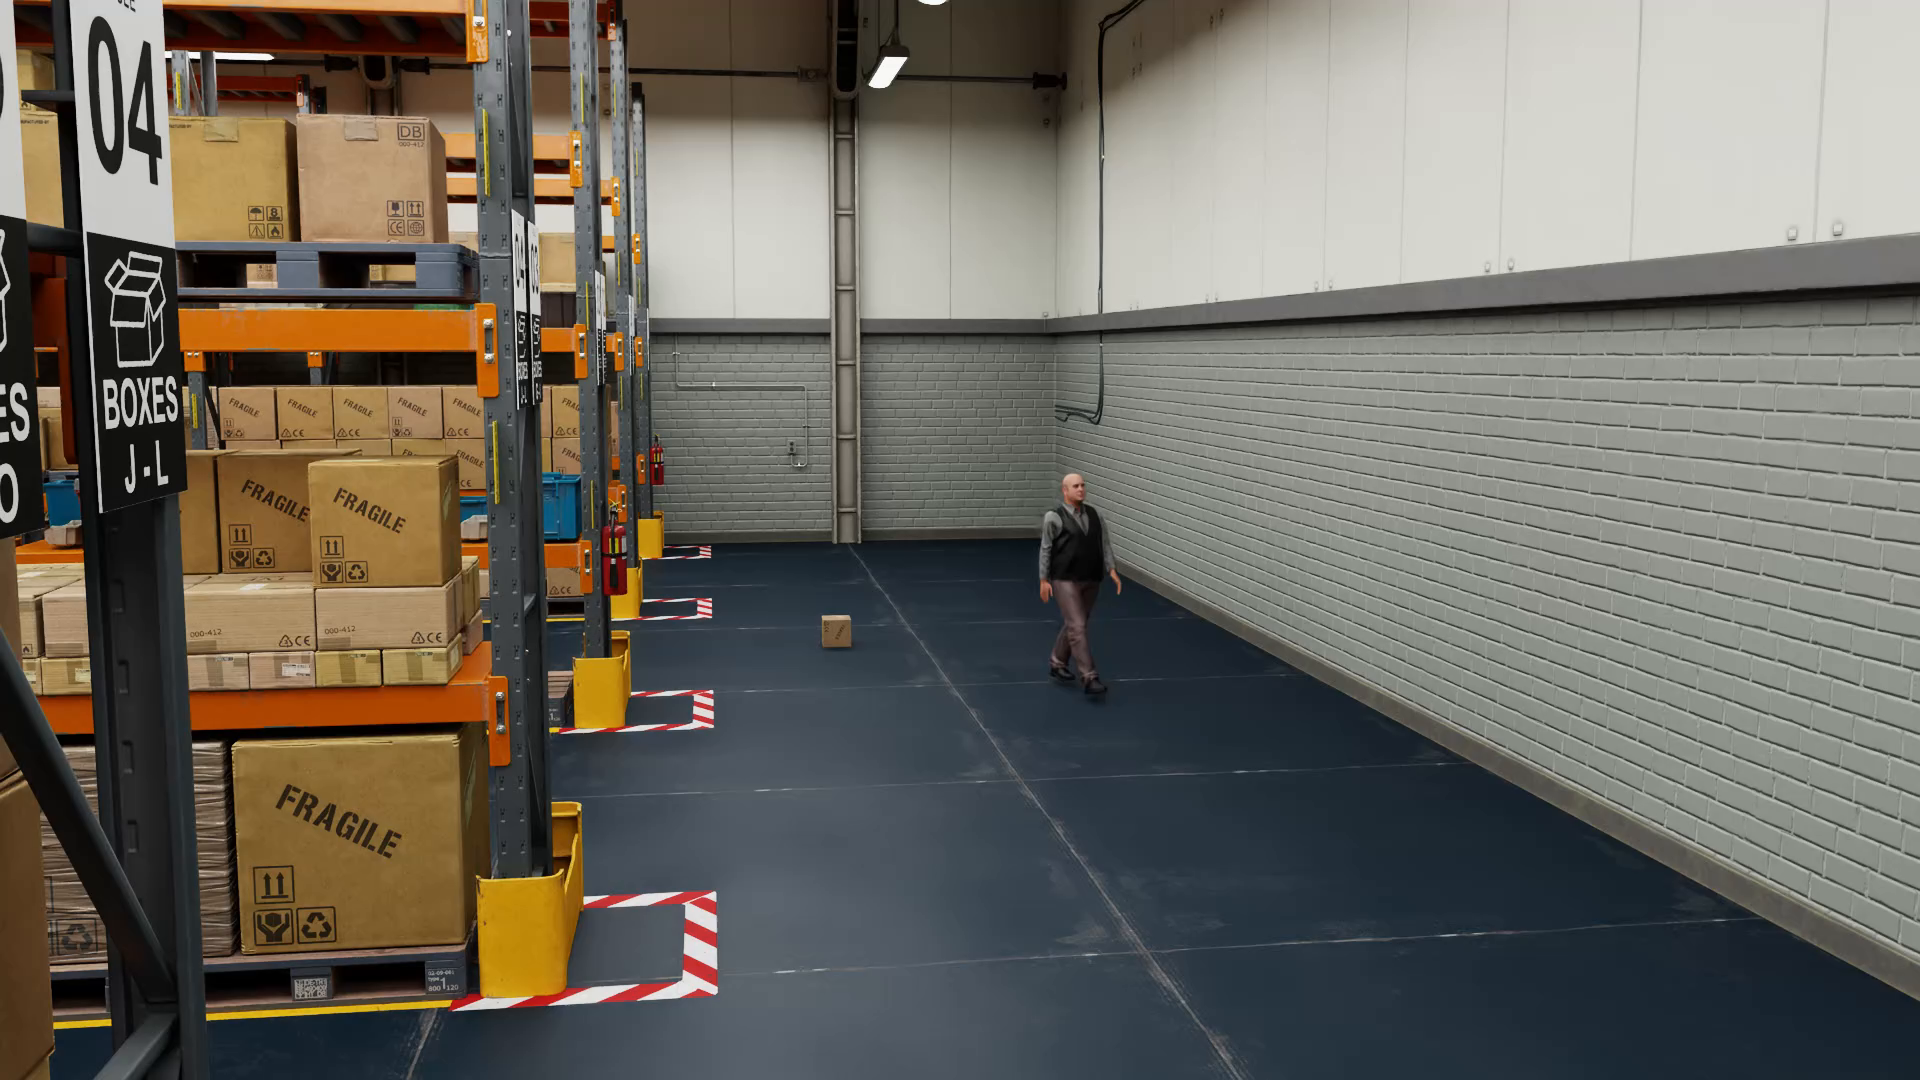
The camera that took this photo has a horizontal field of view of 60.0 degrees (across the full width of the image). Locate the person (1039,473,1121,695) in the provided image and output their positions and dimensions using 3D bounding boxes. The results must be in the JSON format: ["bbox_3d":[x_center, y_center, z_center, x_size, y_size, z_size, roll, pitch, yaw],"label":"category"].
[{"bbox_3d":[0.965,0.322,12.877,0.559,1.663,1.019,-4,7,-30],"label":"person"}]
